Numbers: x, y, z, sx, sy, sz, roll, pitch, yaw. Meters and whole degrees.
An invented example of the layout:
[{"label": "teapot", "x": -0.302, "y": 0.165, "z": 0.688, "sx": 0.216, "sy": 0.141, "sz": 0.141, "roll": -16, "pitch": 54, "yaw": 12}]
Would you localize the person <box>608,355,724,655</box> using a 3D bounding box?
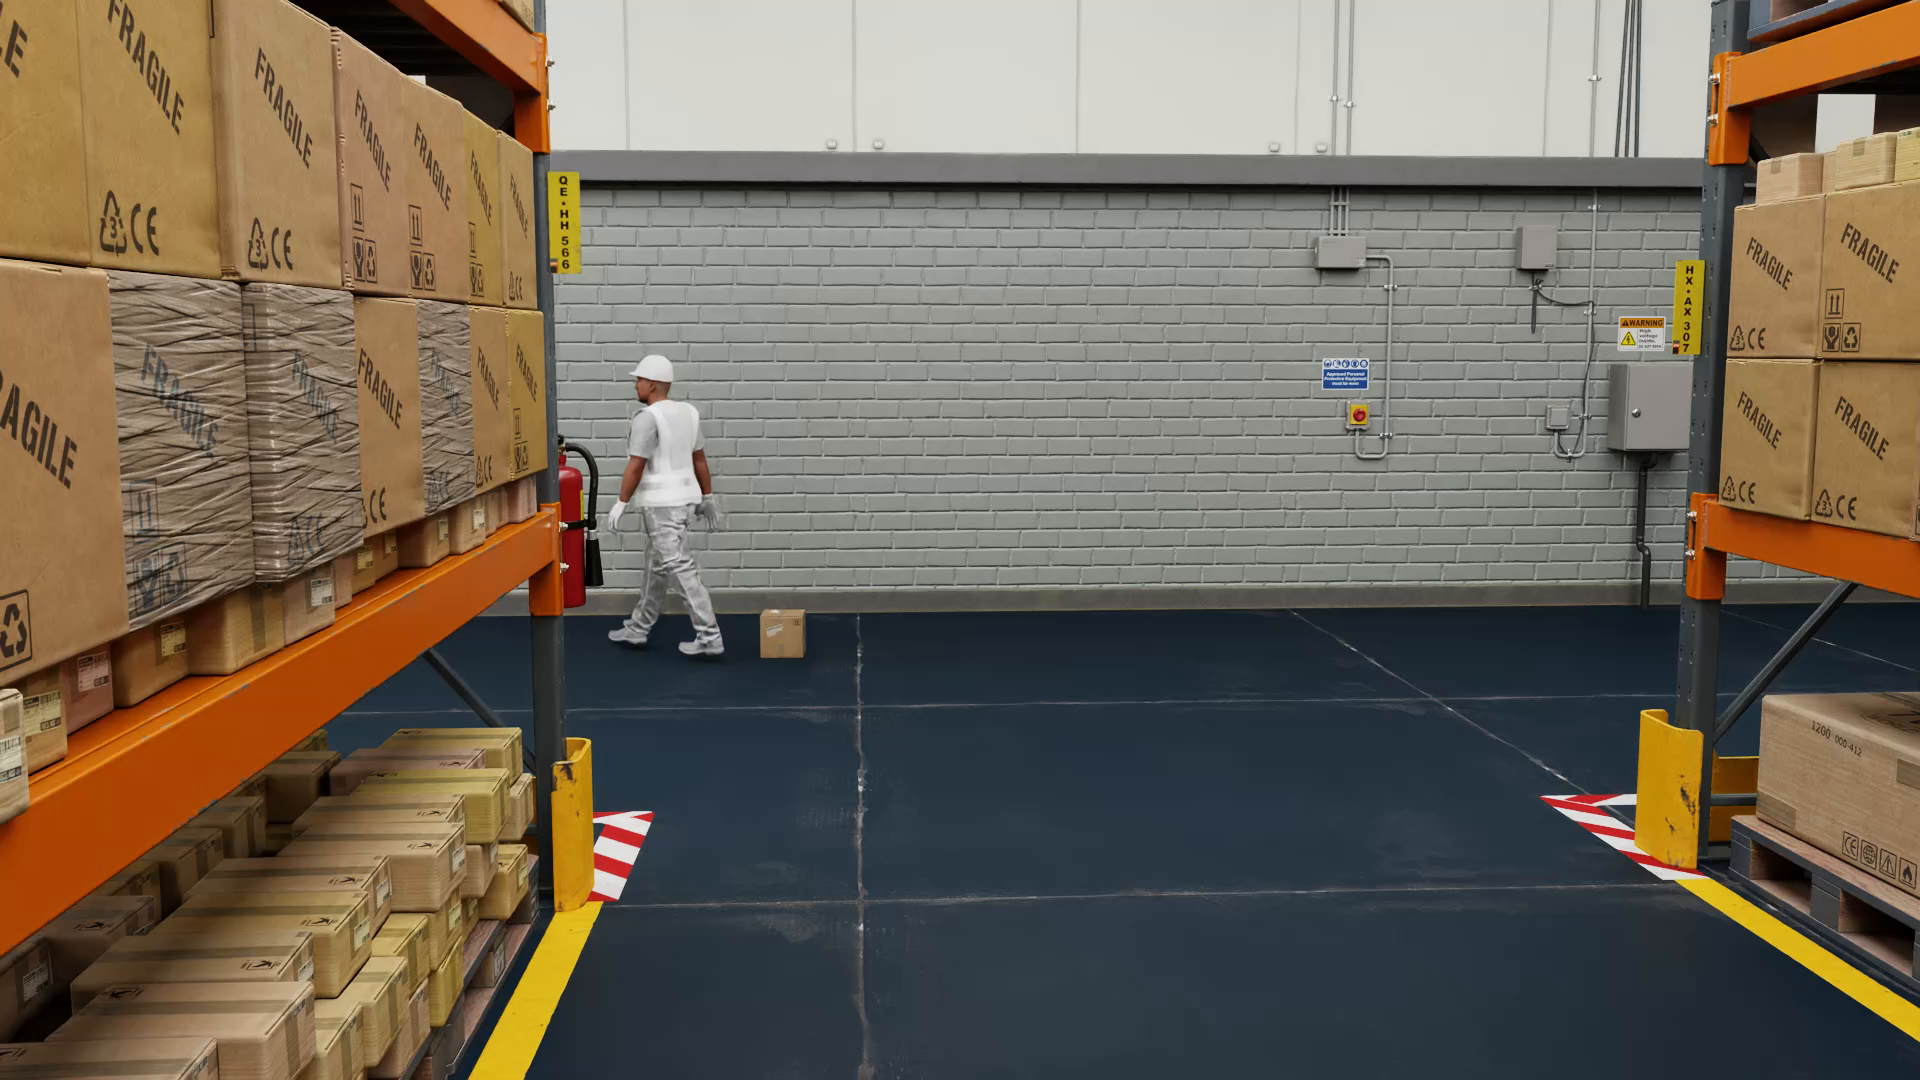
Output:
[{"label": "person", "x": -1.793, "y": -0.211, "z": 9.770, "sx": 0.914, "sy": 1.741, "sz": 0.586, "roll": 2, "pitch": 7, "yaw": 19}]
